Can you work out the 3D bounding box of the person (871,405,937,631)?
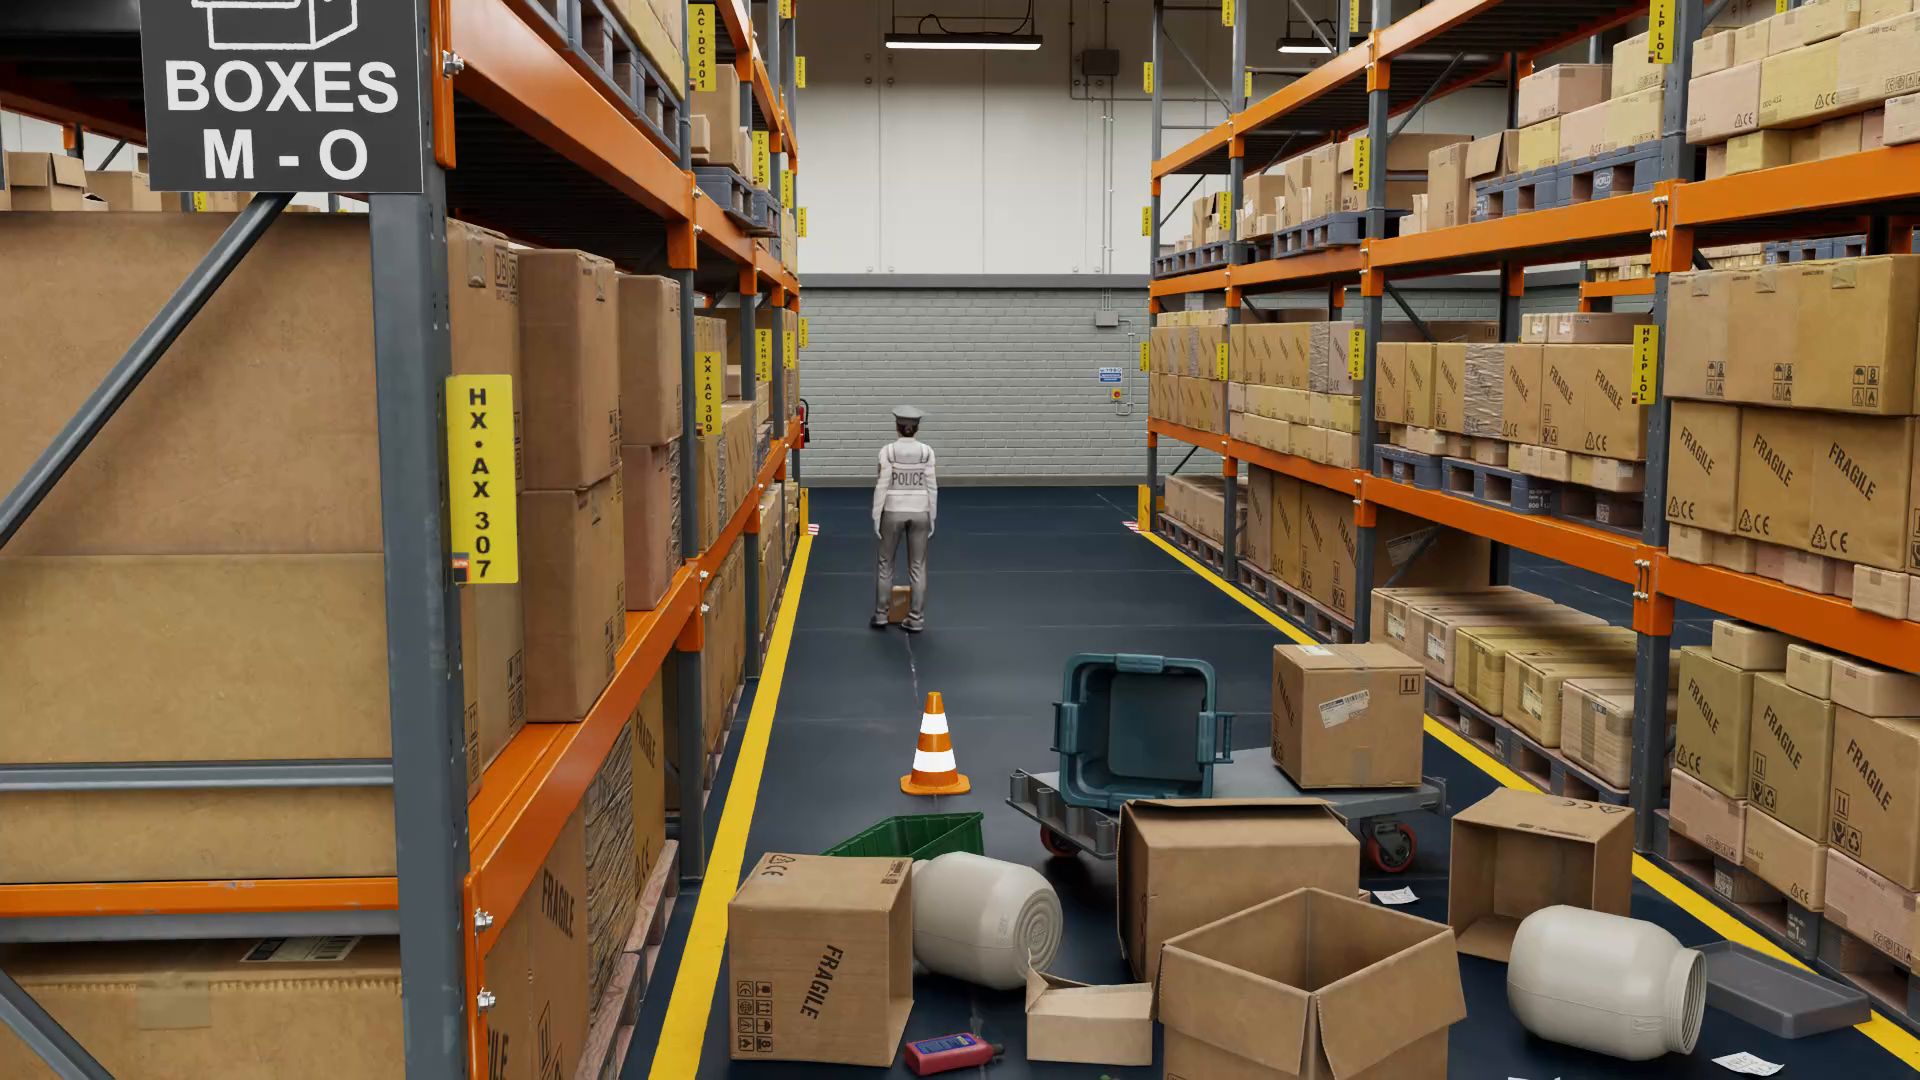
[{"bbox_3d":[-0.437,-0.176,12.520,0.494,1.679,0.533,-1,7,-11],"label":"person"}]
